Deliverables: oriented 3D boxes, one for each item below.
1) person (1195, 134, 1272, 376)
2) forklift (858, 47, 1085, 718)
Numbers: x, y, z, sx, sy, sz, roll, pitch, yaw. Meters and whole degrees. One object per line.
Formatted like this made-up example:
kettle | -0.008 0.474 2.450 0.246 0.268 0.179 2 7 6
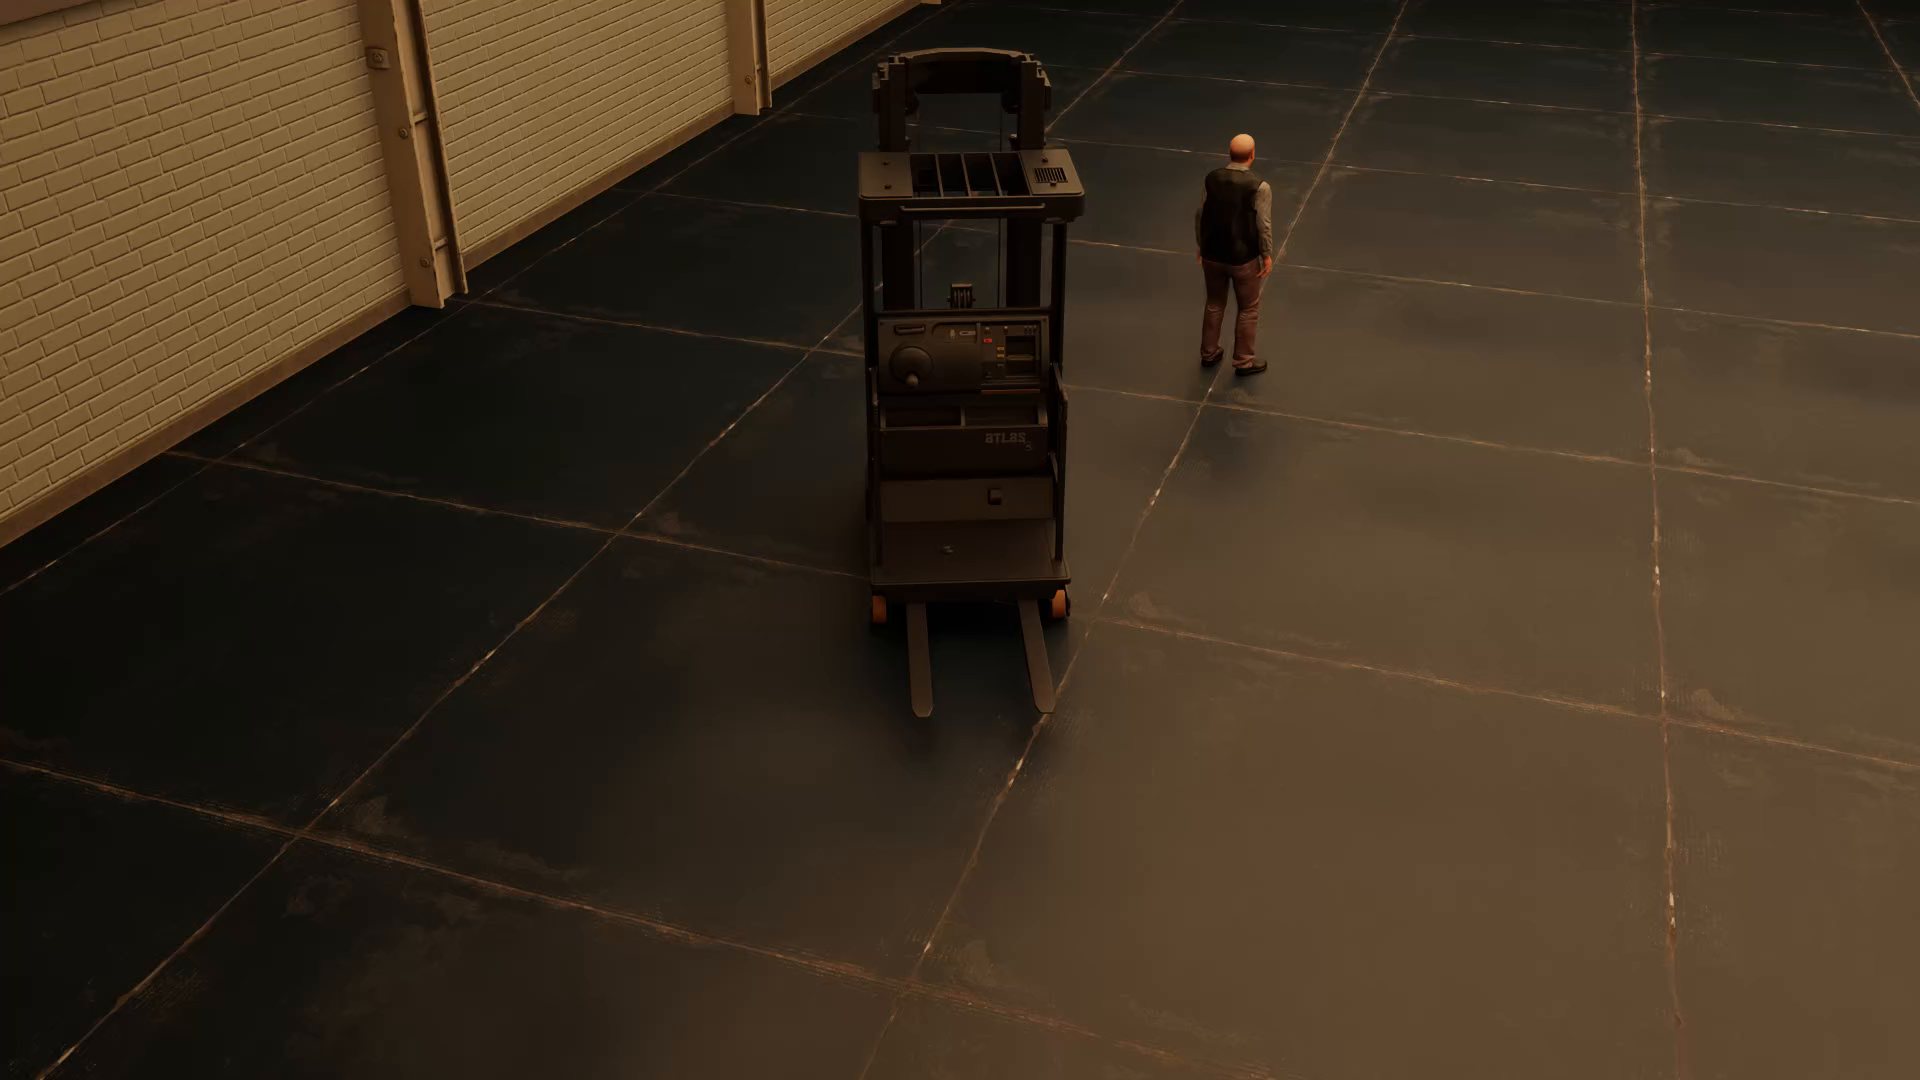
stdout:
person | 1.951 -2.039 11.937 0.594 1.720 0.424 19 35 30
forklift | 0.035 -0.972 8.842 1.130 2.935 3.031 -2 30 -3
